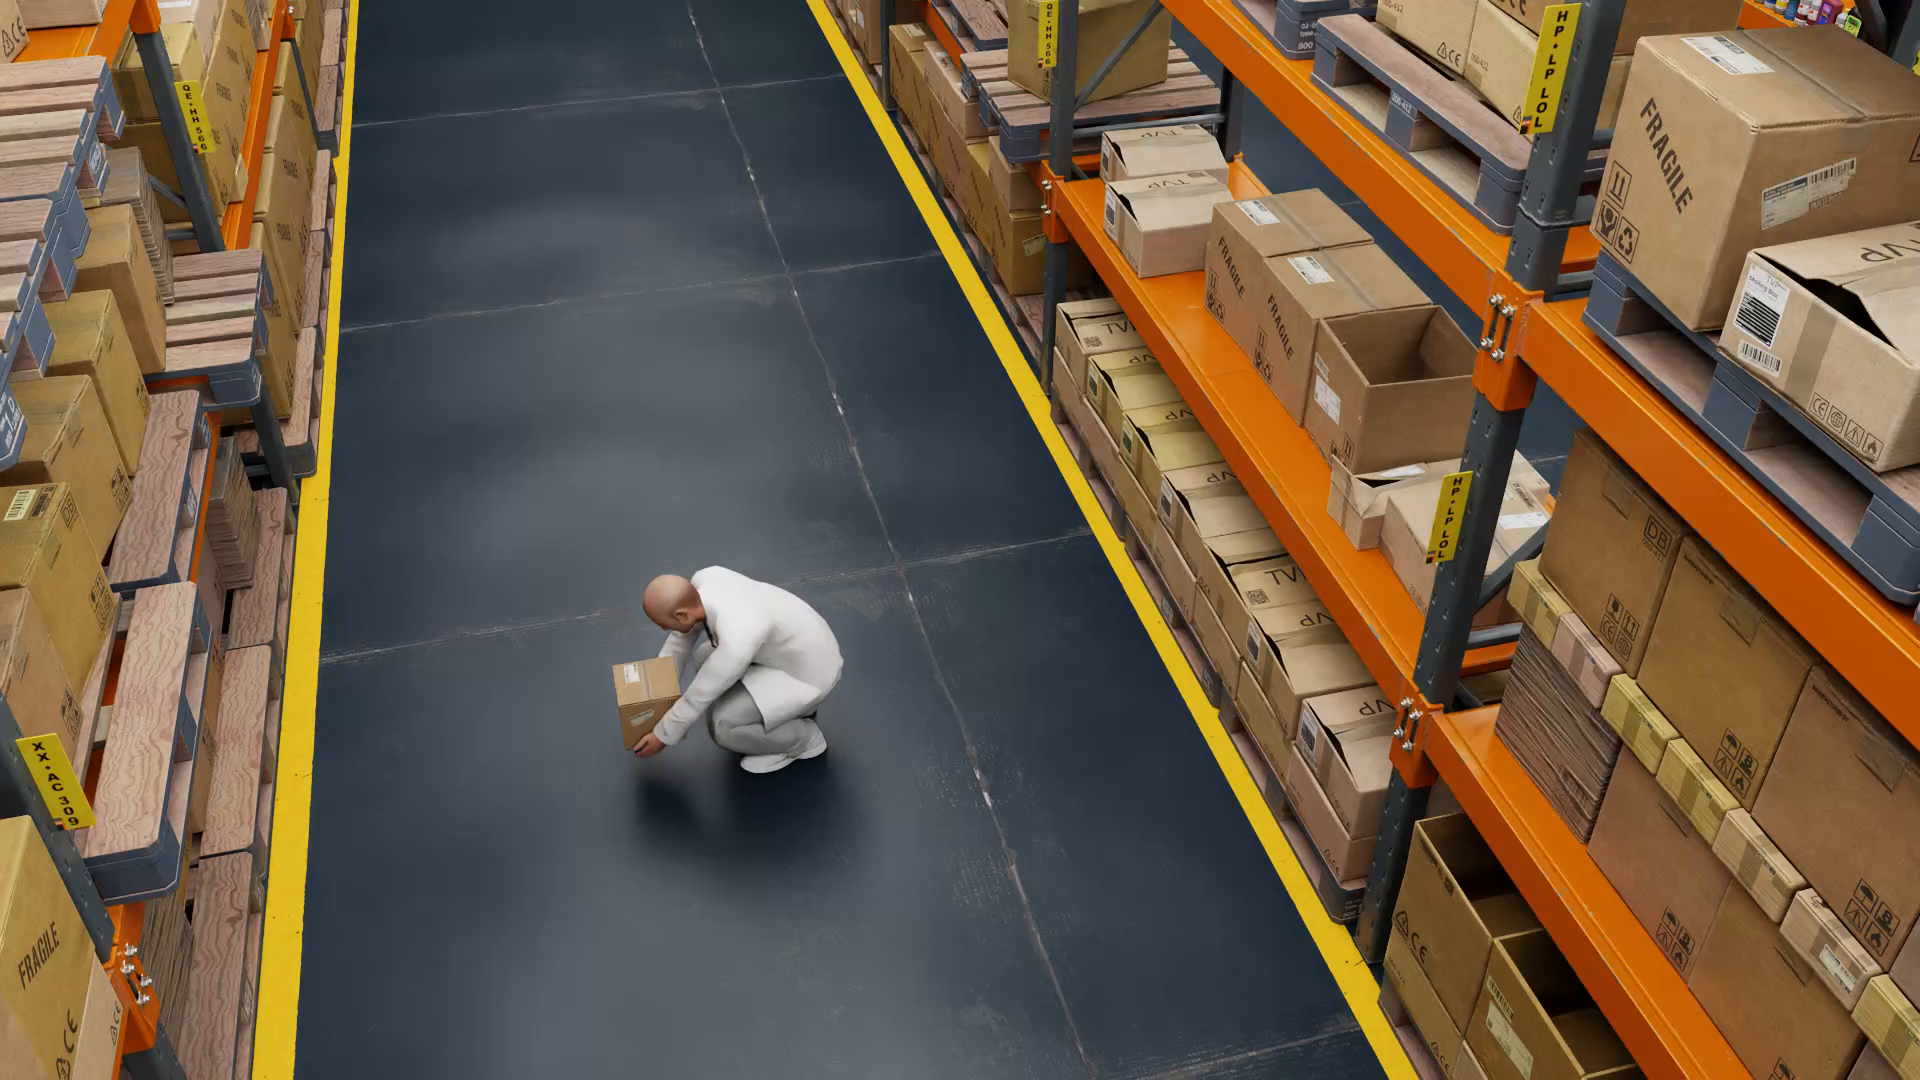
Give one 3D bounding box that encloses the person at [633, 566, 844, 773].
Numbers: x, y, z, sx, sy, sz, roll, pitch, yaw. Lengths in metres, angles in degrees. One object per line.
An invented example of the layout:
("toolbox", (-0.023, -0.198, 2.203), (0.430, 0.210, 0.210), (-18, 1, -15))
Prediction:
("person", (-0.924, 0.482, 6.761), (0.900, 0.981, 0.597), (-9, 39, -12))
